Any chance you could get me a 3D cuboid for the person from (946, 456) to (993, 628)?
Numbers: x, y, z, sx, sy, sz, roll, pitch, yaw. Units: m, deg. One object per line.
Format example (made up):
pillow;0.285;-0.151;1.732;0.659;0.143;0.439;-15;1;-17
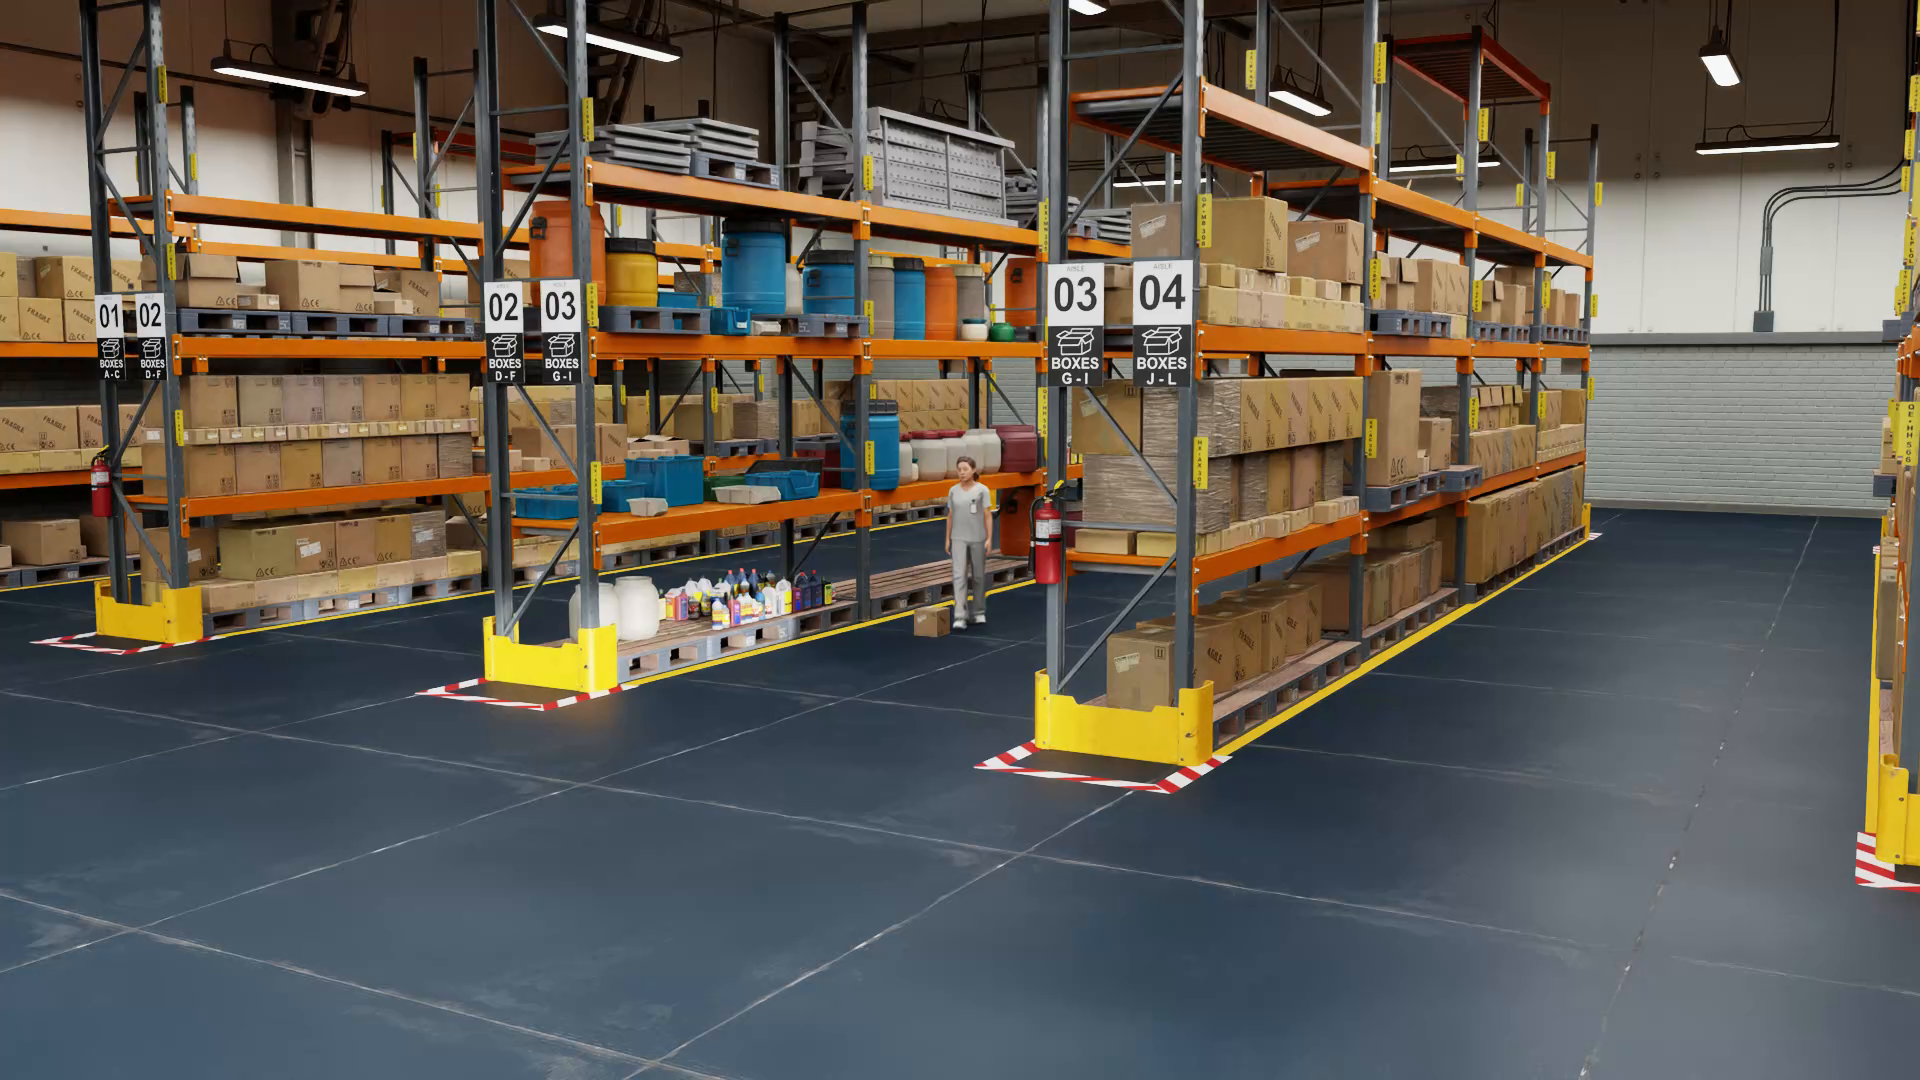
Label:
person;0.077;0.017;16.123;0.467;1.664;0.741;1;6;10
